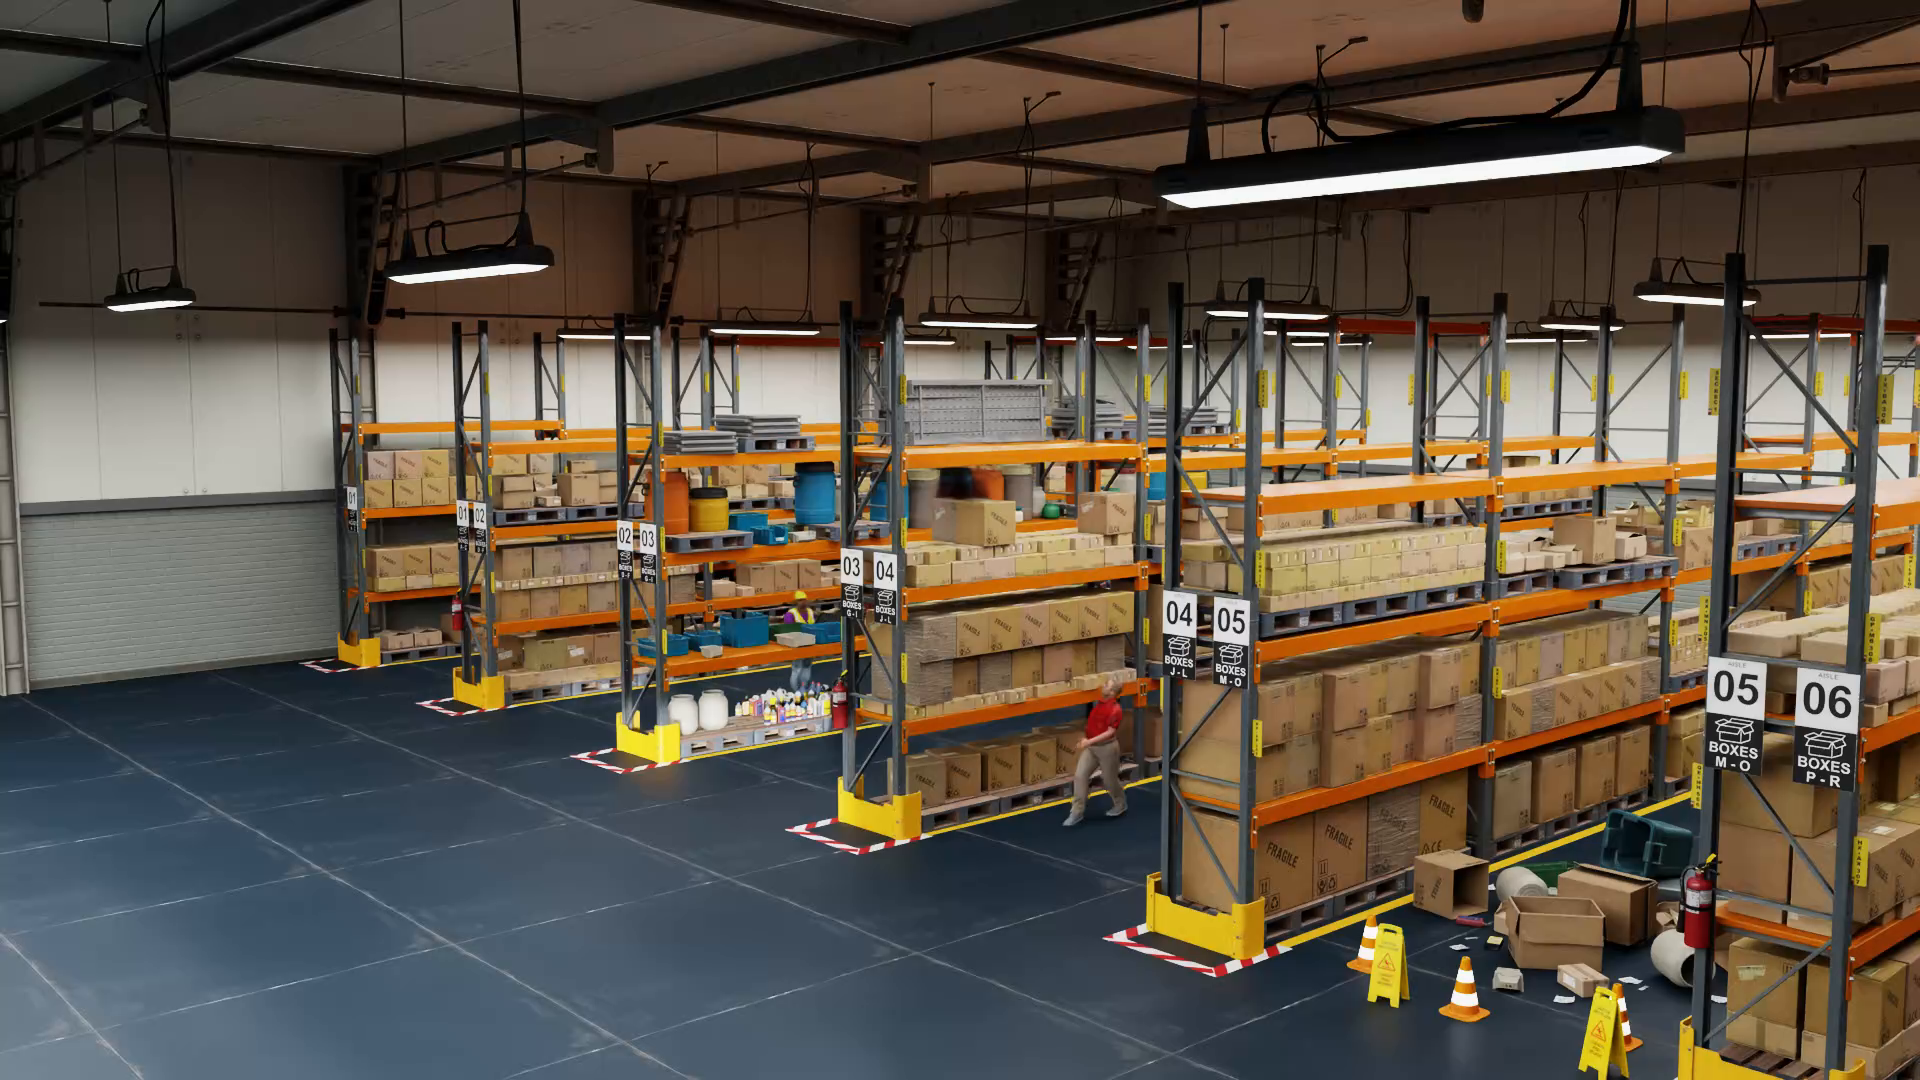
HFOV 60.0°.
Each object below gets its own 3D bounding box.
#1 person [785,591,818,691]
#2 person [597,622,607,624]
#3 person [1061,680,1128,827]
[{"bbox_3d":[-2.483,1.684,26.207,0.410,1.769,0.632,5,8,43],"label":"person"},{"bbox_3d":[-6.658,1.231,31.079,0.523,1.725,0.973,4,7,33],"label":"person"},{"bbox_3d":[1.621,2.461,19.243,0.942,1.712,0.578,-5,8,-42],"label":"person"}]
